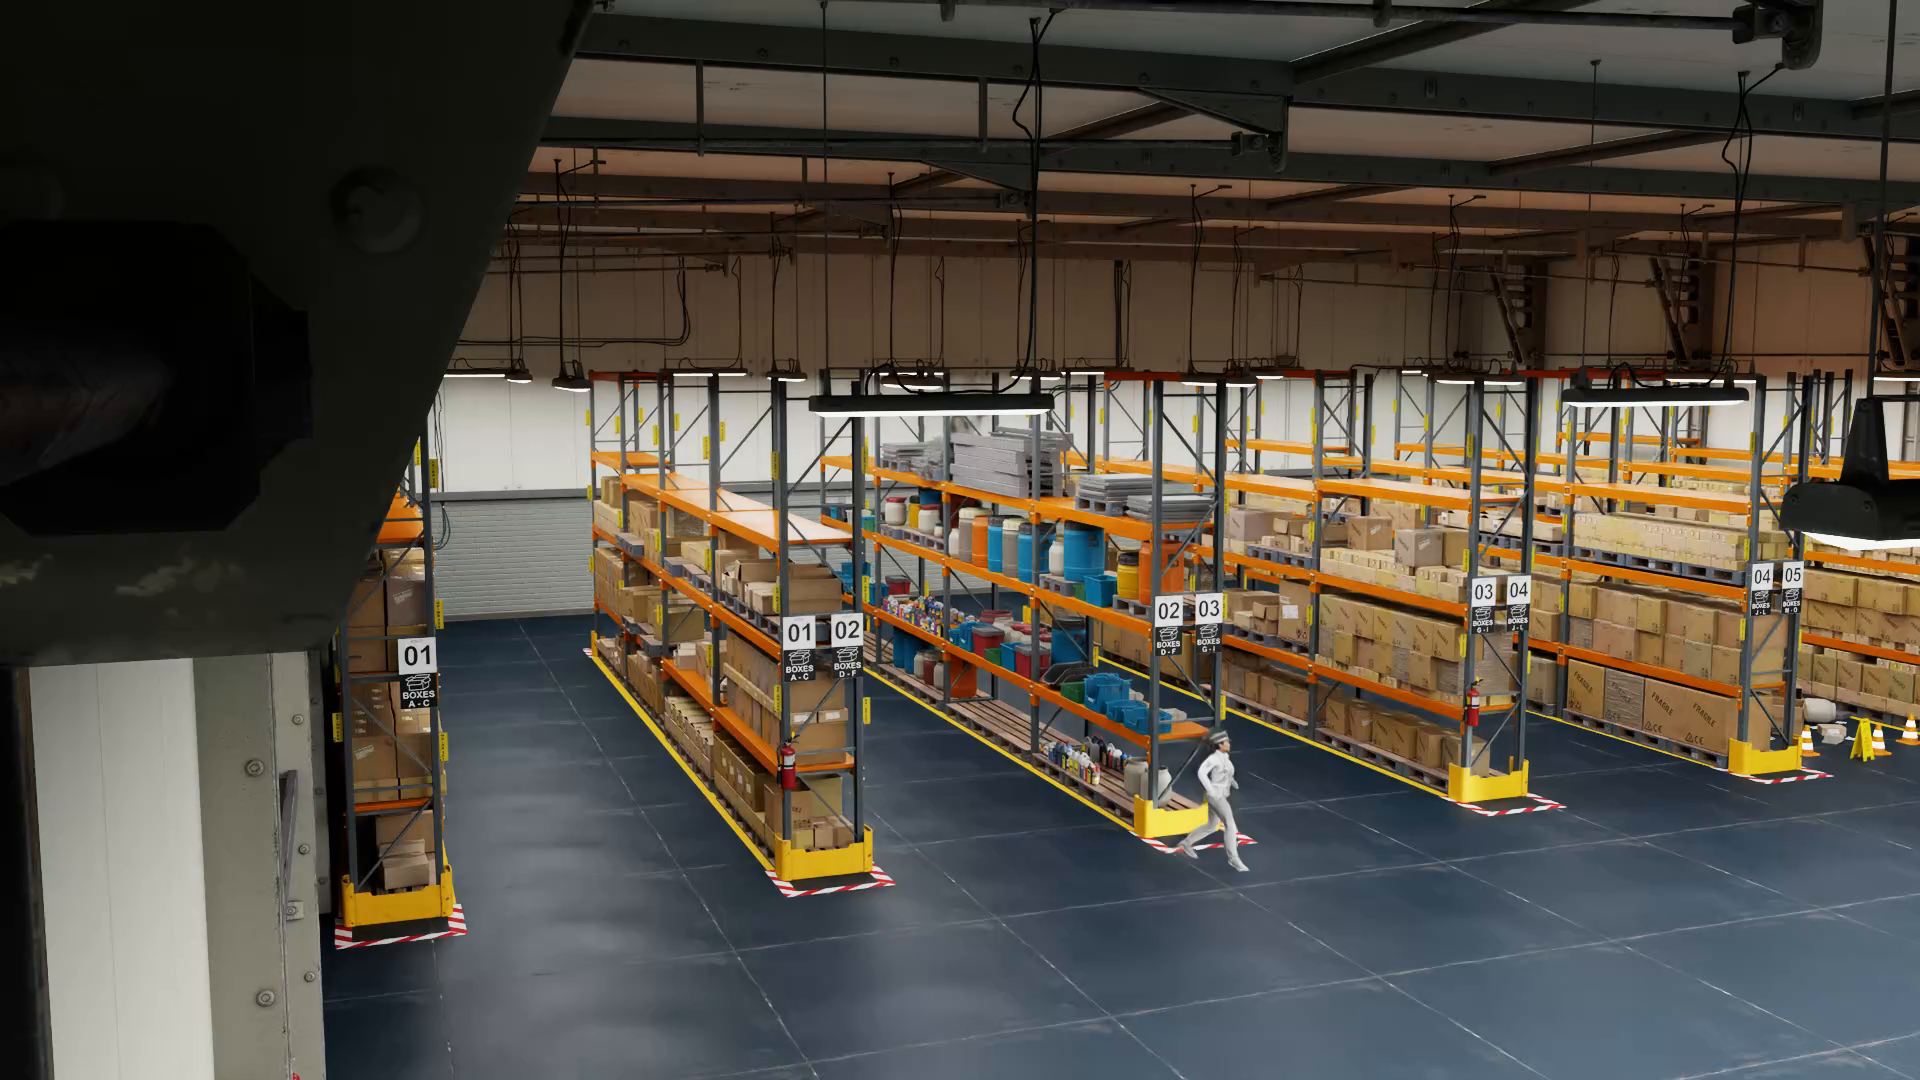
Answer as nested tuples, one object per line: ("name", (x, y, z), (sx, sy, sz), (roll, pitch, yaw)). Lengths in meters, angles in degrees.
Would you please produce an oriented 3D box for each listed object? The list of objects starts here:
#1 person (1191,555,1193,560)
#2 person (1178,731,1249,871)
("person", (5.470, 1.158, 38.573), (0.703, 1.733, 0.699), (0, 6, -1))
("person", (3.145, 3.212, 20.676), (0.794, 1.711, 0.648), (2, 7, 17))
